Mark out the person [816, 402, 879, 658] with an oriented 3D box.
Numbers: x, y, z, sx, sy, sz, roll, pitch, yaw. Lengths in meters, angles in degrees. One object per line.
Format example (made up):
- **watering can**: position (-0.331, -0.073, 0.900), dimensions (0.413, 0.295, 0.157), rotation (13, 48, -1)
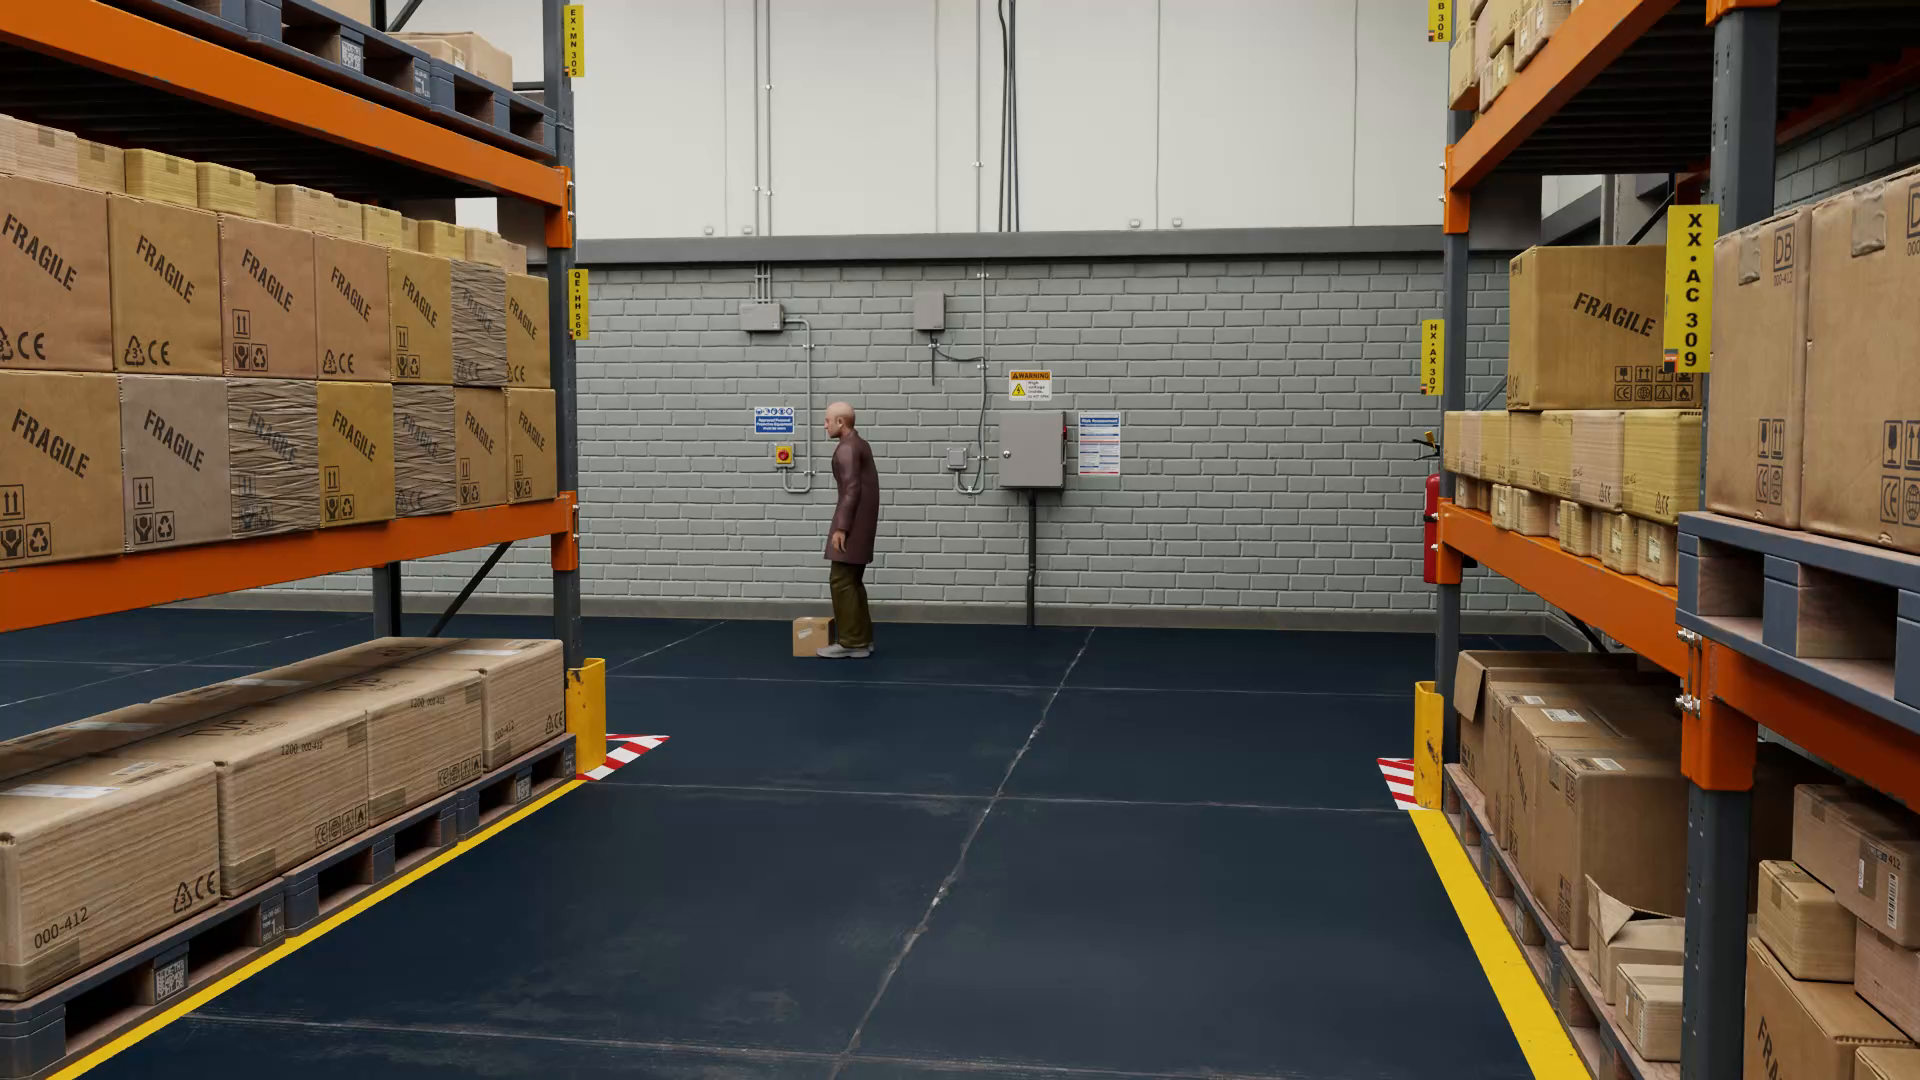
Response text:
- **person**: position (-0.776, -0.075, 11.580), dimensions (0.429, 1.772, 0.647), rotation (0, 4, 5)
